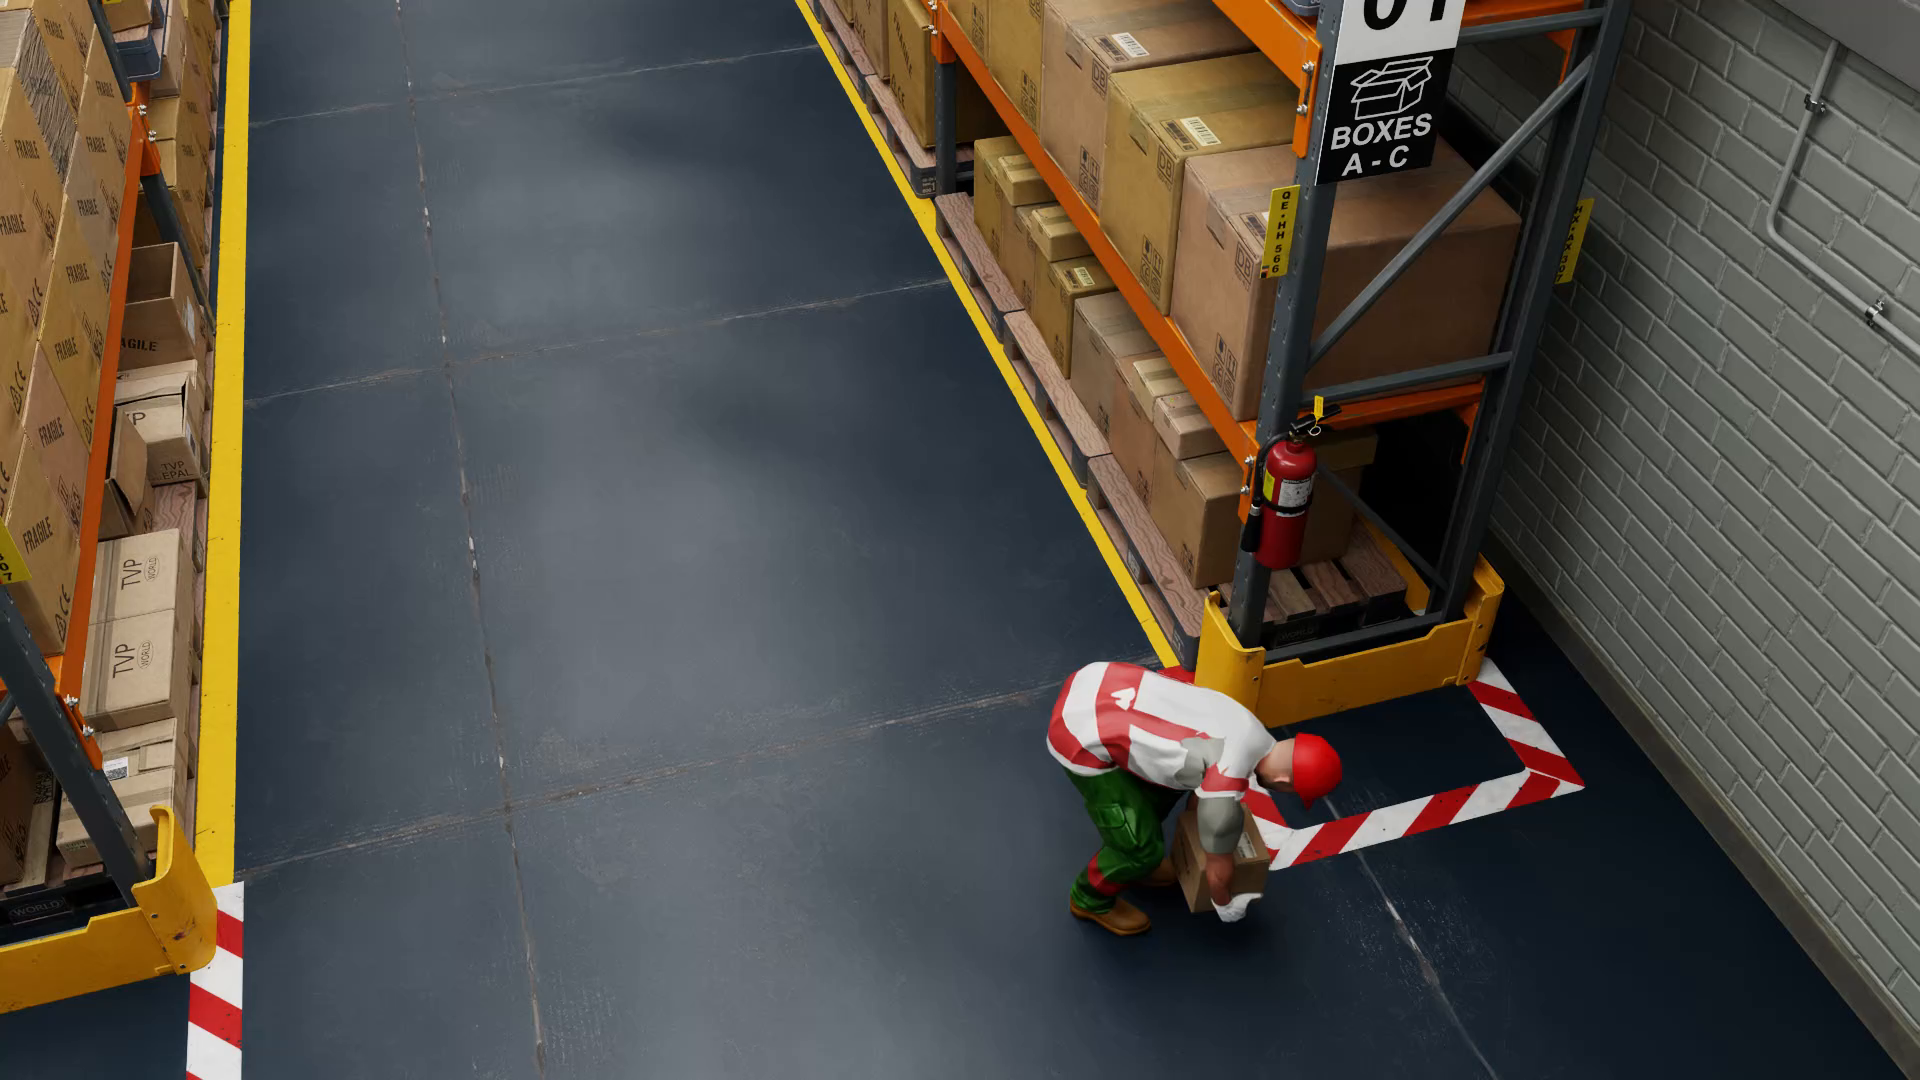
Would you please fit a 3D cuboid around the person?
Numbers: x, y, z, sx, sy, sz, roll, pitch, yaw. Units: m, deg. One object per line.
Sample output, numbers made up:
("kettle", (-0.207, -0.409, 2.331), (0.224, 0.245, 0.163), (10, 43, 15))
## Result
("person", (0.764, 0.920, 5.647), (0.961, 1.073, 0.500), (12, 43, 13))
